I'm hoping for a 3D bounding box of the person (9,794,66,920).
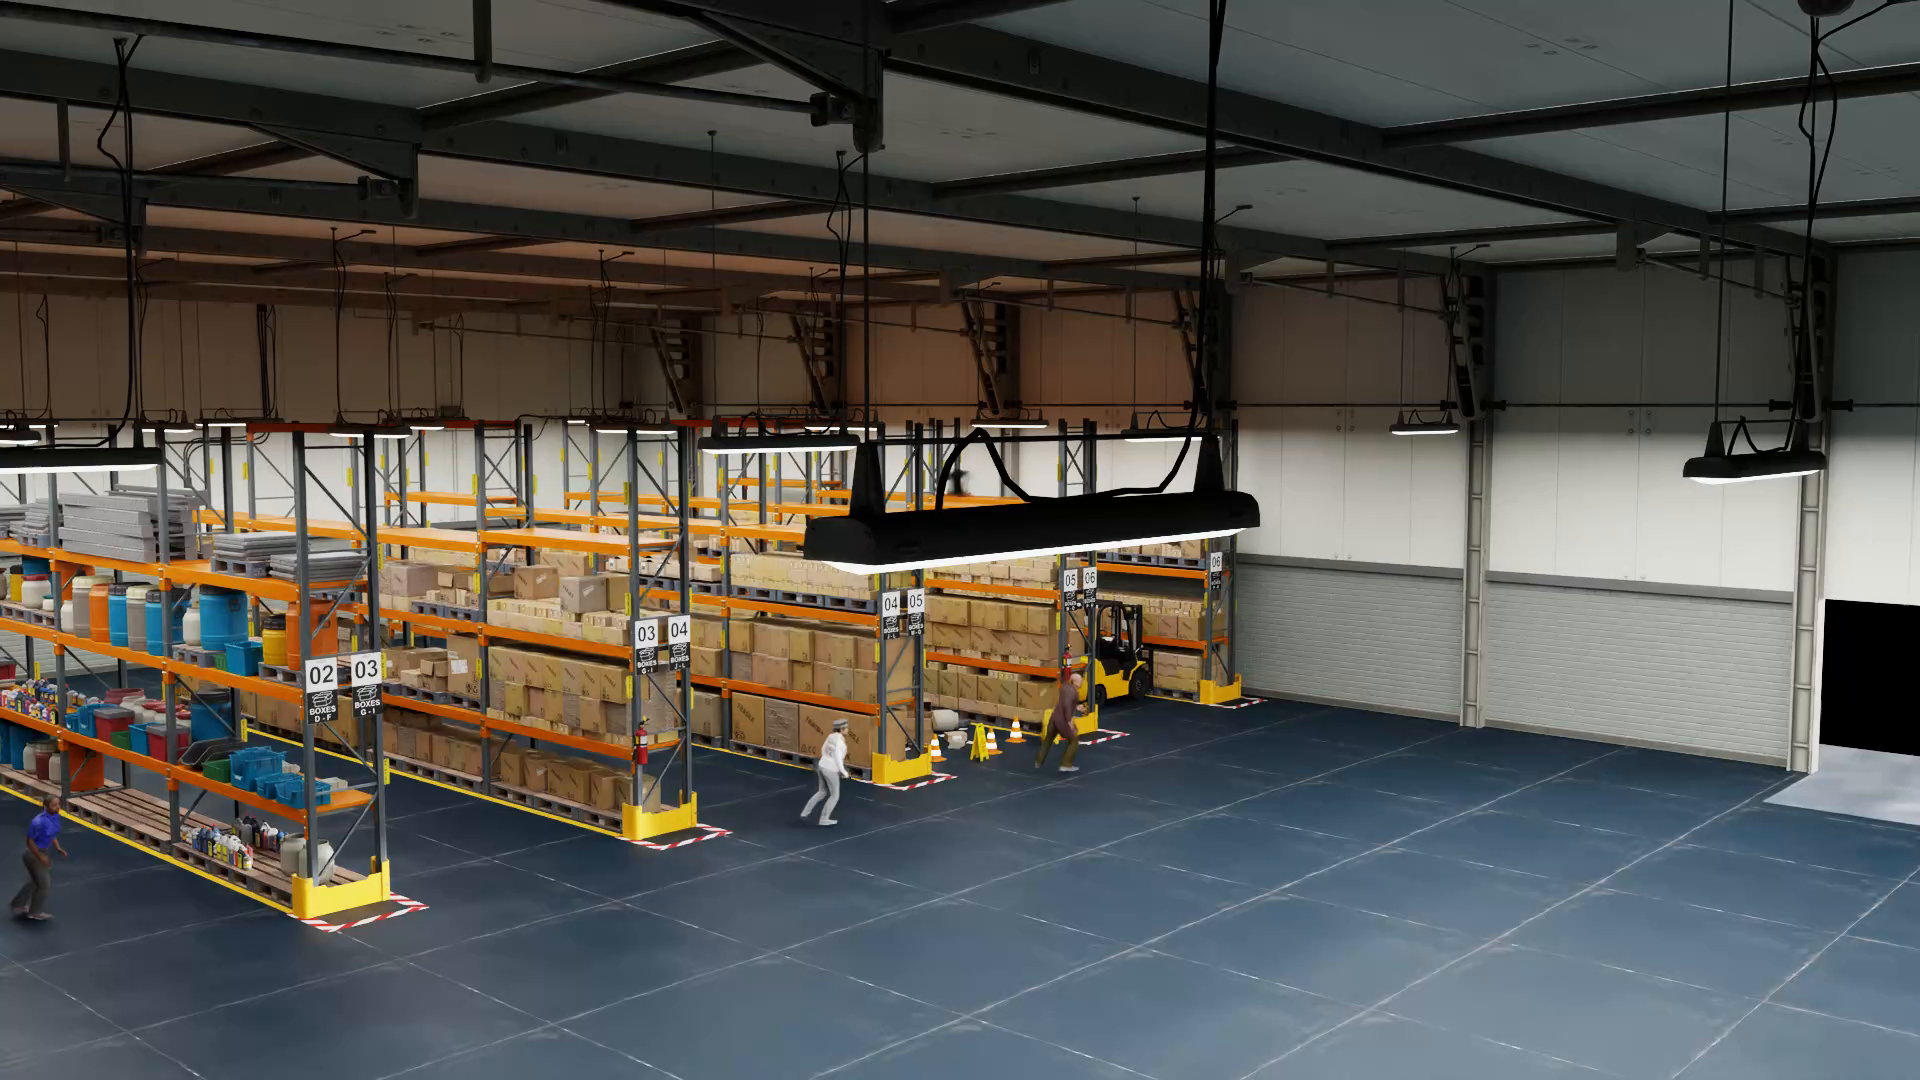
[{"bbox_3d":[-11.357,3.888,20.404,0.746,1.601,0.588,0,5,-6],"label":"person"}]

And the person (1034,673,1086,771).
[{"bbox_3d":[1.774,3.146,28.737,0.959,1.705,0.763,-2,5,-27],"label":"person"}]

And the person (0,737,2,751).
[{"bbox_3d":[-15.081,3.474,25.641,0.815,1.532,0.624,2,5,26],"label":"person"}]

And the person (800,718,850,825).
[{"bbox_3d":[-2.017,3.486,24.987,0.738,1.605,0.597,-3,5,-29],"label":"person"}]
